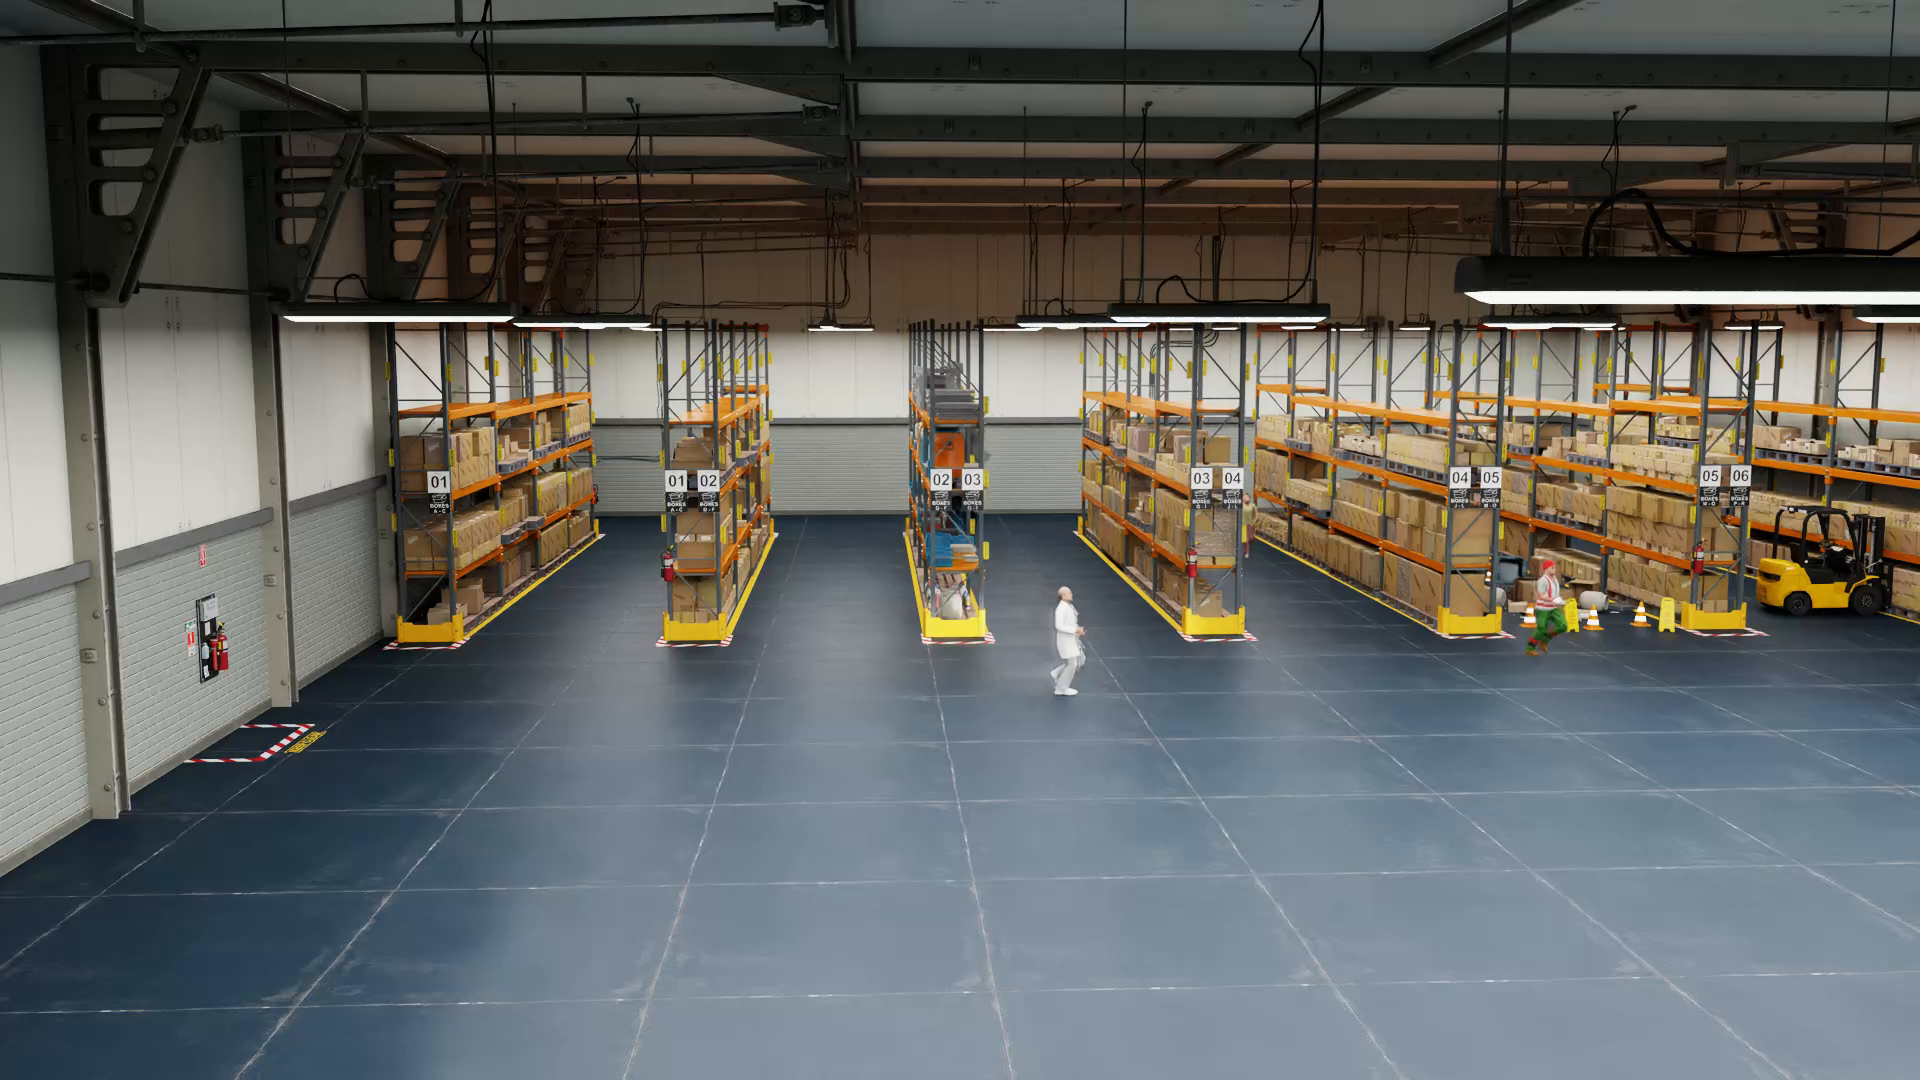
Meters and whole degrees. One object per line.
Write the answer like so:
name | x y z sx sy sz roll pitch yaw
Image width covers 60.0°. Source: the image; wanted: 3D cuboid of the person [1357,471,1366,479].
person | 11.967 -1.214 49.434 0.802 1.736 0.630 0 7 -3

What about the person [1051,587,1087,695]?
person | 1.740 1.601 26.423 0.651 1.729 0.703 2 7 18

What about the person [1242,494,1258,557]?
person | 7.428 -0.390 43.031 0.577 1.642 0.580 1 7 4

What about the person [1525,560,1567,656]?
person | 10.443 1.213 29.454 0.685 1.736 0.776 -5 9 -36
